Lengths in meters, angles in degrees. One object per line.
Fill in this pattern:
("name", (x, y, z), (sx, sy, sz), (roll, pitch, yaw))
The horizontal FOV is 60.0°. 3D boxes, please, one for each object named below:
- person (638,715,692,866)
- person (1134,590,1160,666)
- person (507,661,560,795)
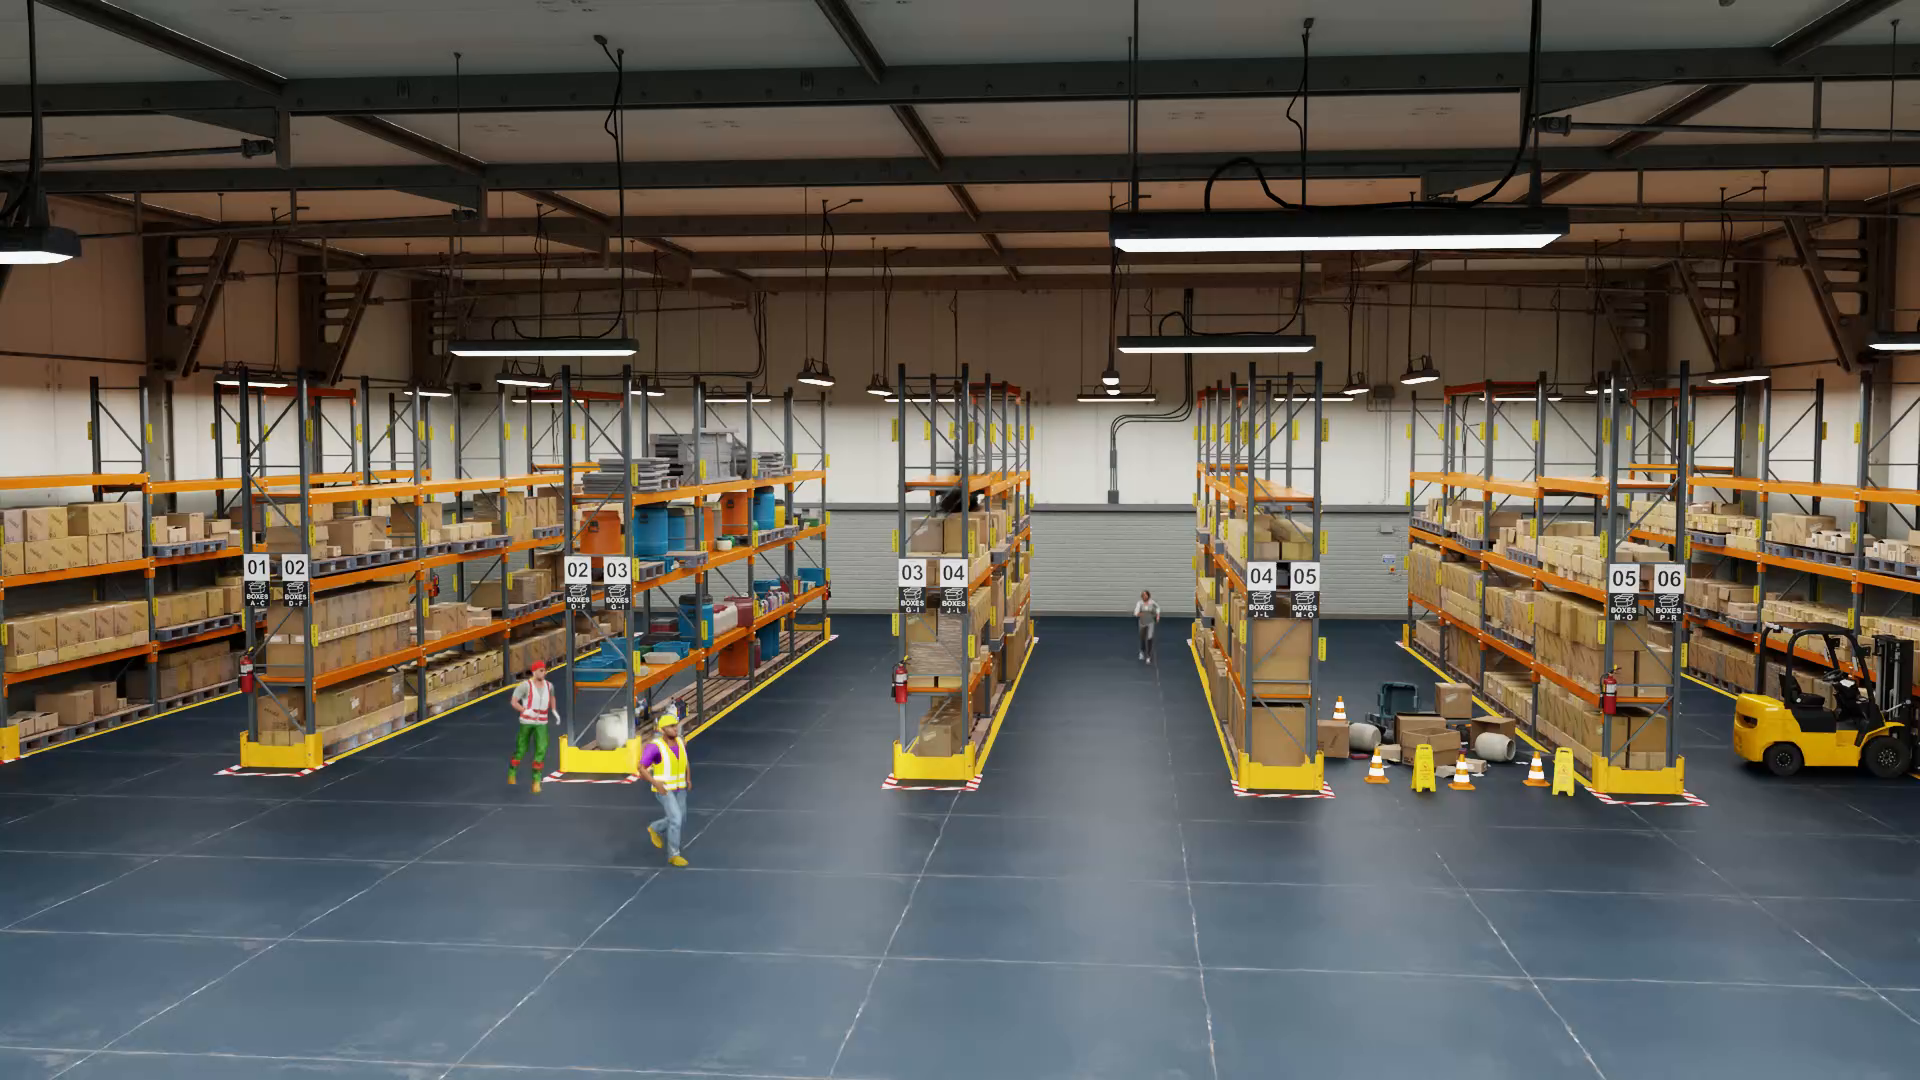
("person", (-3.433, 2.895, 19.416), (0.727, 1.735, 0.721), (3, 5, 37))
("person", (4.059, 1.888, 36.128), (0.547, 1.632, 0.846), (1, 4, 8))
("person", (-5.958, 2.603, 23.394), (0.728, 1.813, 0.789), (-3, 5, -37))
